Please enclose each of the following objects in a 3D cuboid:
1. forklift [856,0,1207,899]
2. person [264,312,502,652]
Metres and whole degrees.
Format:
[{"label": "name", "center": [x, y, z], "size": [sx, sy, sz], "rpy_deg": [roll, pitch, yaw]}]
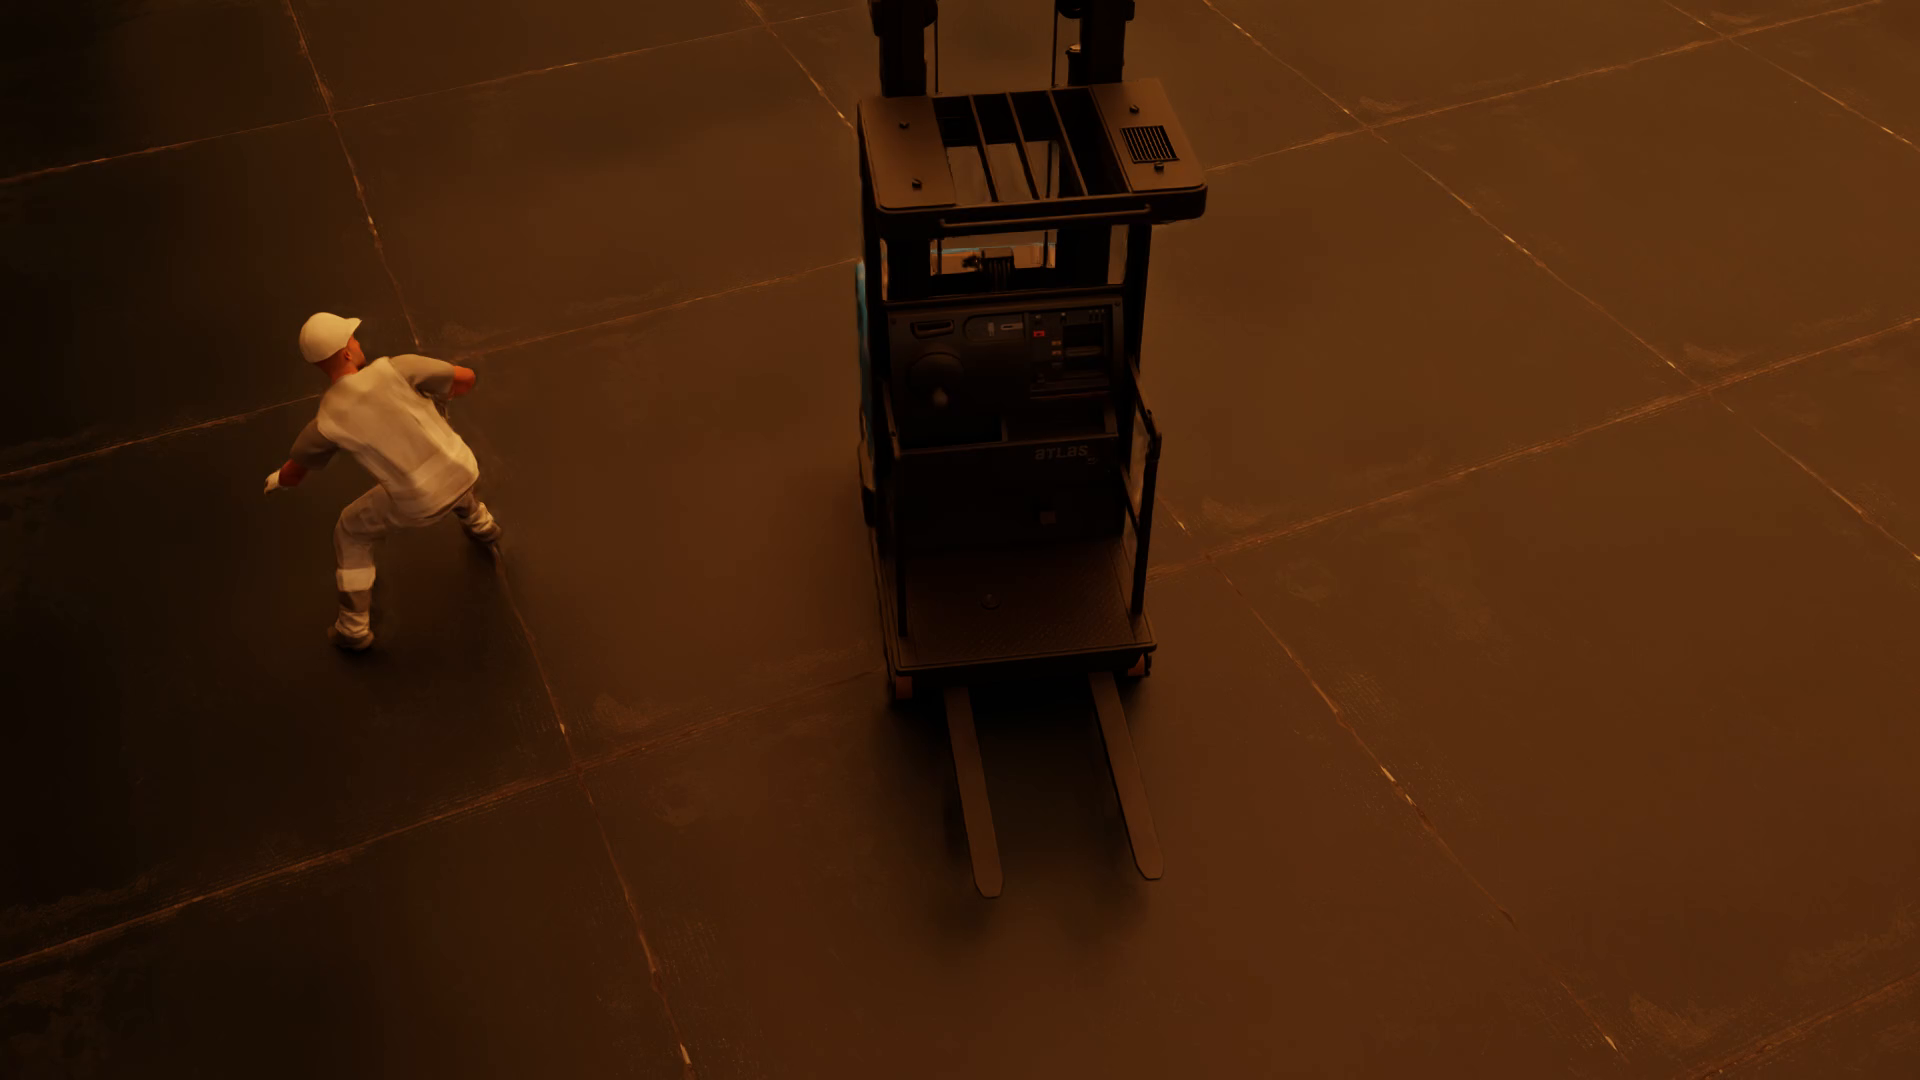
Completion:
[{"label": "forklift", "center": [0.214, -0.649, 6.376], "size": [1.130, 2.935, 3.031], "rpy_deg": [-5, 43, -6]}, {"label": "person", "center": [-2.485, -0.305, 7.091], "size": [0.898, 1.540, 0.777], "rpy_deg": [-34, 53, -31]}]
